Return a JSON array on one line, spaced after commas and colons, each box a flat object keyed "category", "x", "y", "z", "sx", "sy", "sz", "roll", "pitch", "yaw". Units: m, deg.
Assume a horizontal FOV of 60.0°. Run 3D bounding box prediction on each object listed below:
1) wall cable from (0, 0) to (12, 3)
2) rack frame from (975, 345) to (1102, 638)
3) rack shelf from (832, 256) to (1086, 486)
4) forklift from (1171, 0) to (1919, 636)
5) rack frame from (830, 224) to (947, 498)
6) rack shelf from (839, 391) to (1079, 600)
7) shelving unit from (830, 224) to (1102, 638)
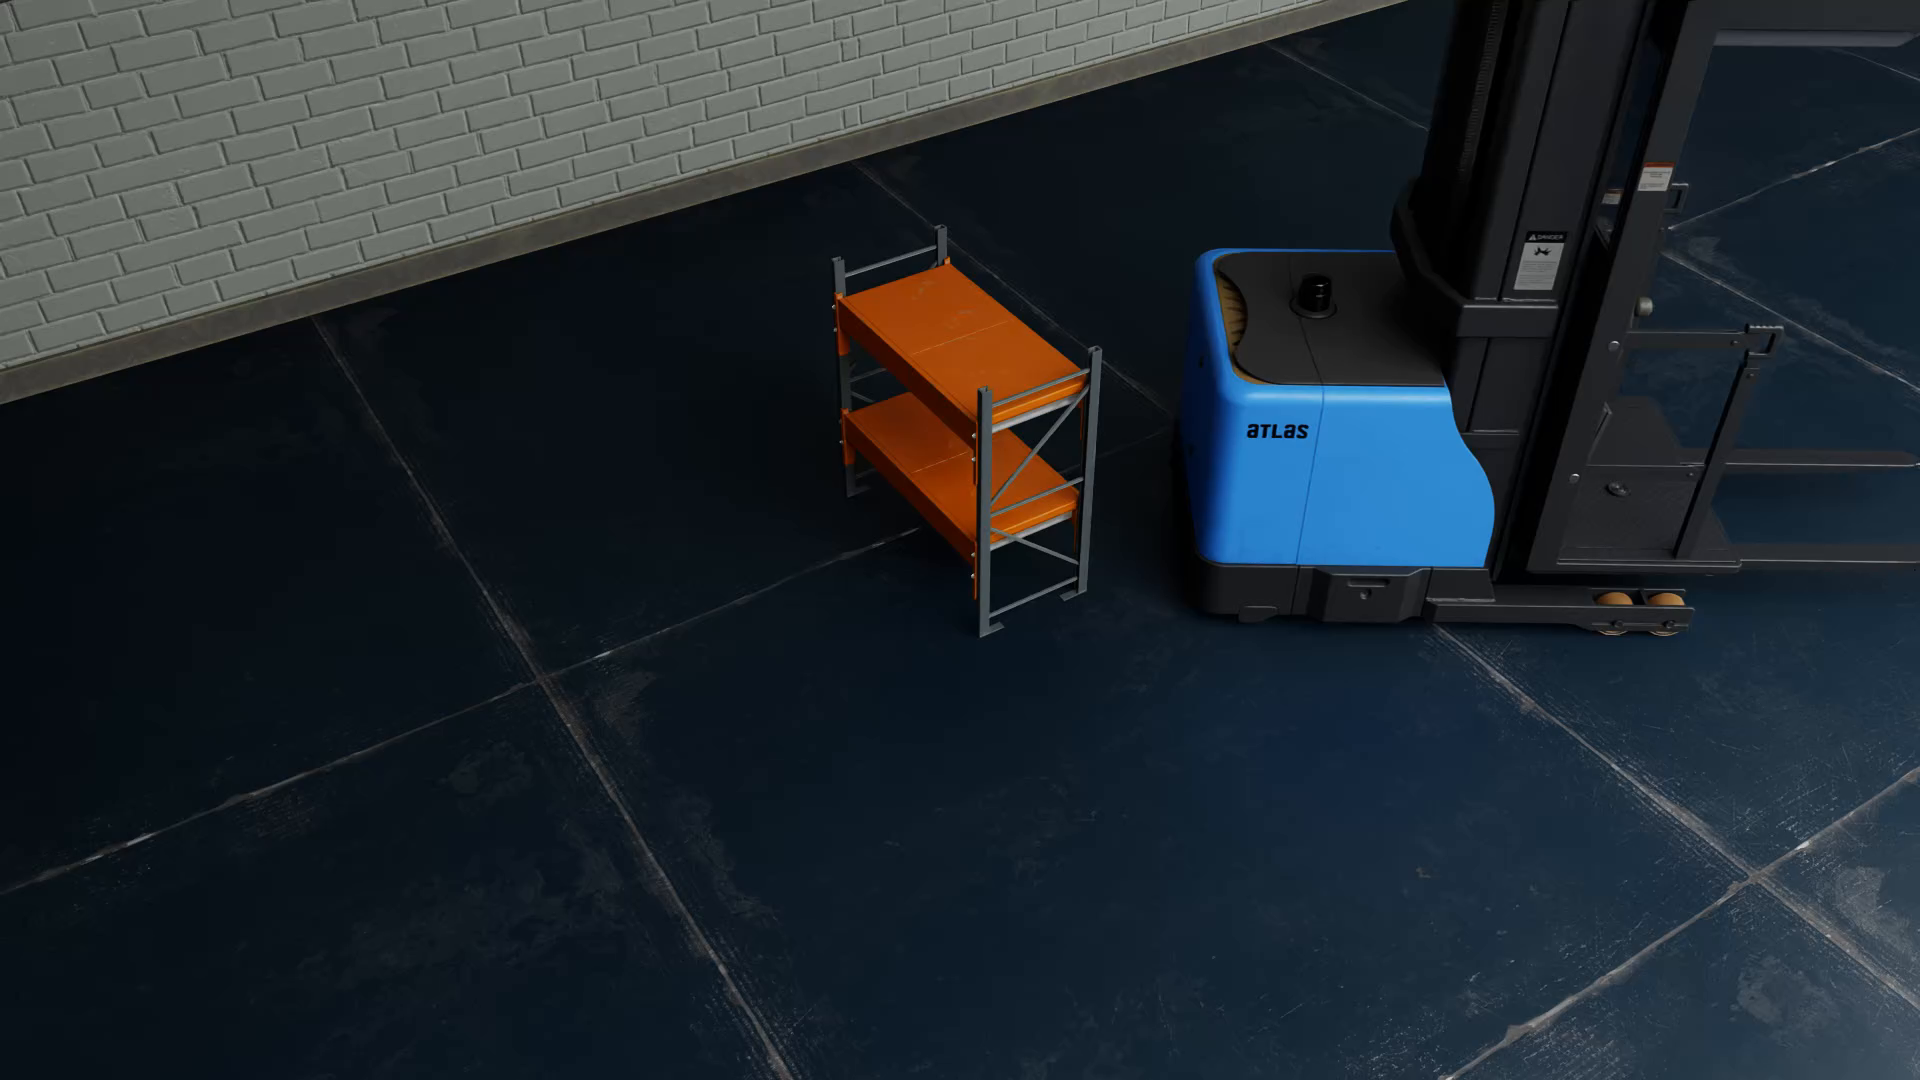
[{"category": "wall cable", "x": -4.812, "y": -2.652, "z": 5.329, "sx": 3.097, "sy": 2.526, "sz": 0.112, "roll": -22, "pitch": 45, "yaw": -24}, {"category": "rack frame", "x": 0.277, "y": -0.154, "z": 6.056, "sx": 0.500, "sy": 1.125, "sz": 0.032, "roll": -22, "pitch": 45, "yaw": -24}, {"category": "rack shelf", "x": 0.004, "y": -0.653, "z": 6.198, "sx": 0.538, "sy": 0.278, "sz": 1.000, "roll": -22, "pitch": 45, "yaw": -24}, {"category": "forklift", "x": 2.397, "y": -1.108, "z": 5.790, "sx": 3.031, "sy": 2.935, "sz": 1.130, "roll": 1, "pitch": 40, "yaw": 1}, {"category": "rack frame", "x": -0.270, "y": -0.703, "z": 6.715, "sx": 0.500, "sy": 1.125, "sz": 0.032, "roll": -22, "pitch": 45, "yaw": -24}, {"category": "rack shelf", "x": 0.004, "y": -0.241, "z": 6.542, "sx": 0.538, "sy": 0.278, "sz": 1.000, "roll": -22, "pitch": 45, "yaw": -24}, {"category": "shelving unit", "x": 0.004, "y": -0.428, "z": 6.386, "sx": 0.538, "sy": 1.125, "sz": 1.048, "roll": -22, "pitch": 45, "yaw": -24}]
